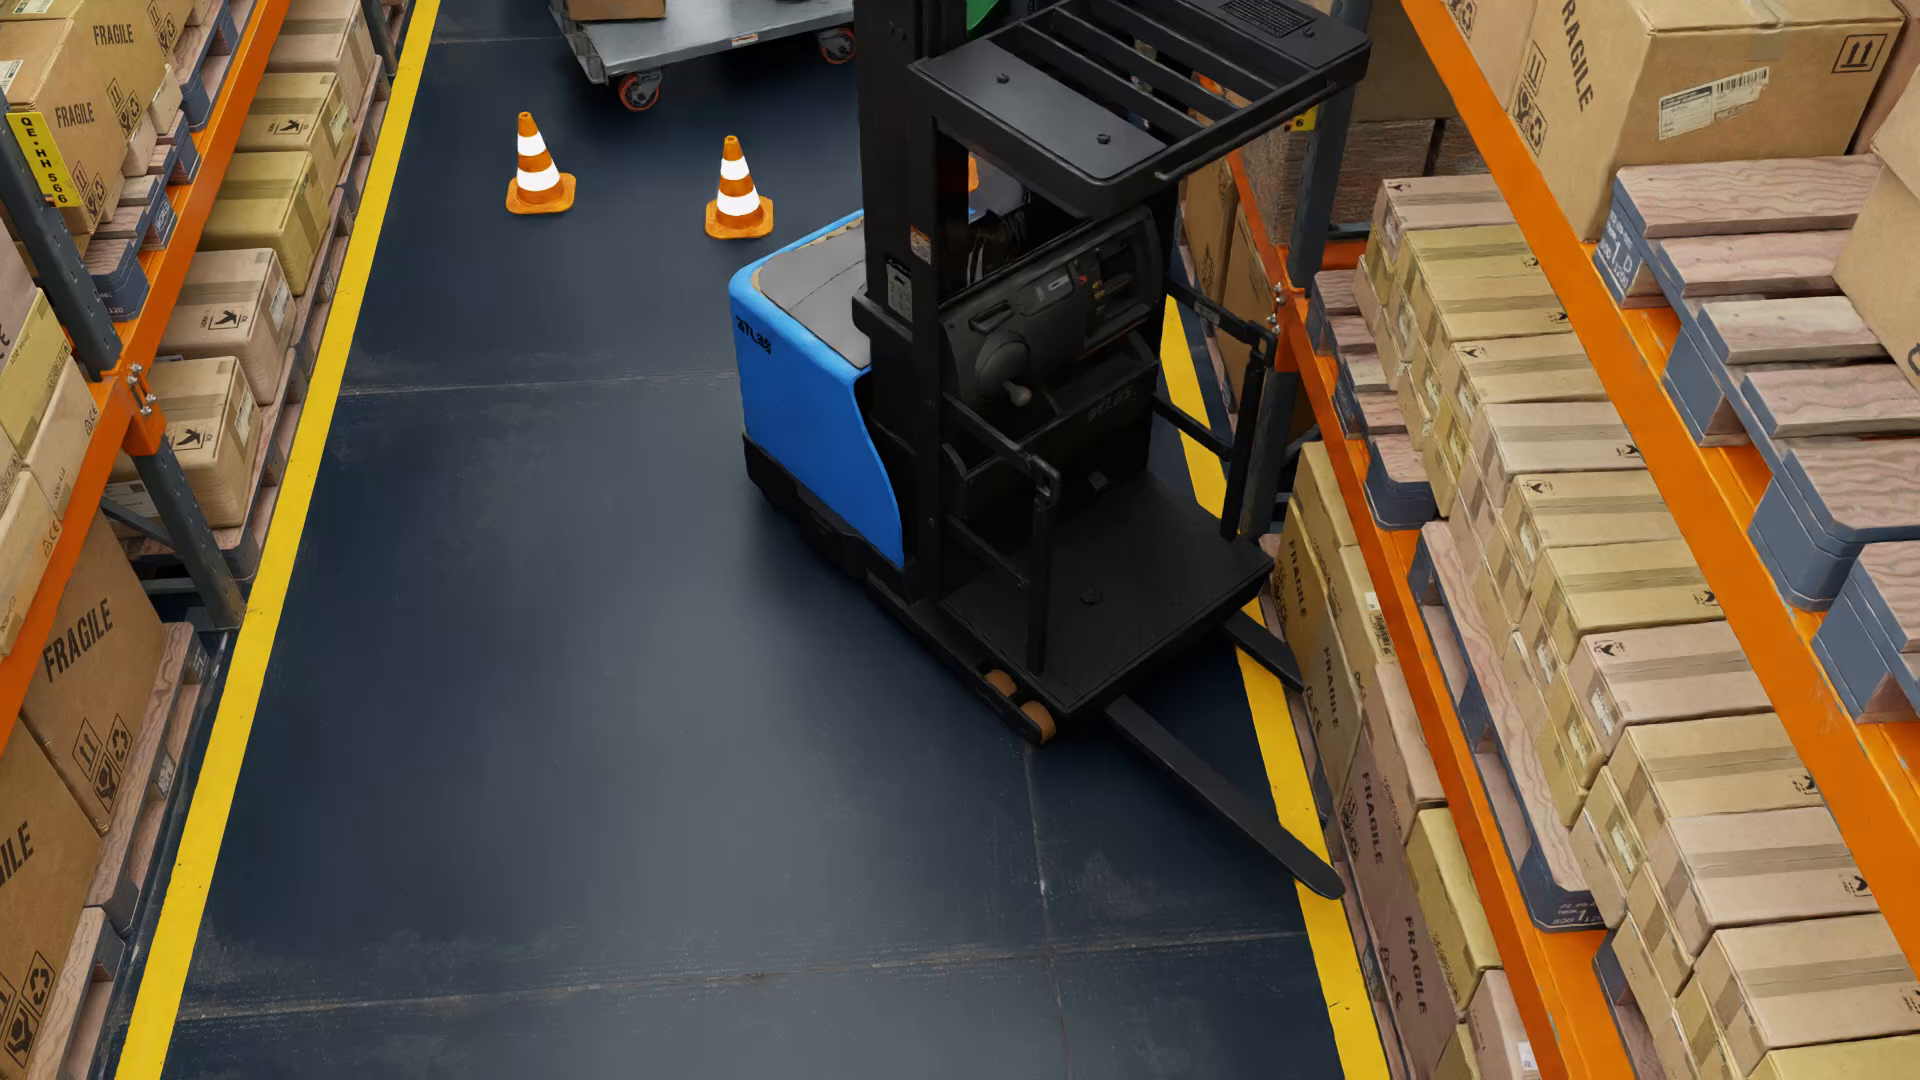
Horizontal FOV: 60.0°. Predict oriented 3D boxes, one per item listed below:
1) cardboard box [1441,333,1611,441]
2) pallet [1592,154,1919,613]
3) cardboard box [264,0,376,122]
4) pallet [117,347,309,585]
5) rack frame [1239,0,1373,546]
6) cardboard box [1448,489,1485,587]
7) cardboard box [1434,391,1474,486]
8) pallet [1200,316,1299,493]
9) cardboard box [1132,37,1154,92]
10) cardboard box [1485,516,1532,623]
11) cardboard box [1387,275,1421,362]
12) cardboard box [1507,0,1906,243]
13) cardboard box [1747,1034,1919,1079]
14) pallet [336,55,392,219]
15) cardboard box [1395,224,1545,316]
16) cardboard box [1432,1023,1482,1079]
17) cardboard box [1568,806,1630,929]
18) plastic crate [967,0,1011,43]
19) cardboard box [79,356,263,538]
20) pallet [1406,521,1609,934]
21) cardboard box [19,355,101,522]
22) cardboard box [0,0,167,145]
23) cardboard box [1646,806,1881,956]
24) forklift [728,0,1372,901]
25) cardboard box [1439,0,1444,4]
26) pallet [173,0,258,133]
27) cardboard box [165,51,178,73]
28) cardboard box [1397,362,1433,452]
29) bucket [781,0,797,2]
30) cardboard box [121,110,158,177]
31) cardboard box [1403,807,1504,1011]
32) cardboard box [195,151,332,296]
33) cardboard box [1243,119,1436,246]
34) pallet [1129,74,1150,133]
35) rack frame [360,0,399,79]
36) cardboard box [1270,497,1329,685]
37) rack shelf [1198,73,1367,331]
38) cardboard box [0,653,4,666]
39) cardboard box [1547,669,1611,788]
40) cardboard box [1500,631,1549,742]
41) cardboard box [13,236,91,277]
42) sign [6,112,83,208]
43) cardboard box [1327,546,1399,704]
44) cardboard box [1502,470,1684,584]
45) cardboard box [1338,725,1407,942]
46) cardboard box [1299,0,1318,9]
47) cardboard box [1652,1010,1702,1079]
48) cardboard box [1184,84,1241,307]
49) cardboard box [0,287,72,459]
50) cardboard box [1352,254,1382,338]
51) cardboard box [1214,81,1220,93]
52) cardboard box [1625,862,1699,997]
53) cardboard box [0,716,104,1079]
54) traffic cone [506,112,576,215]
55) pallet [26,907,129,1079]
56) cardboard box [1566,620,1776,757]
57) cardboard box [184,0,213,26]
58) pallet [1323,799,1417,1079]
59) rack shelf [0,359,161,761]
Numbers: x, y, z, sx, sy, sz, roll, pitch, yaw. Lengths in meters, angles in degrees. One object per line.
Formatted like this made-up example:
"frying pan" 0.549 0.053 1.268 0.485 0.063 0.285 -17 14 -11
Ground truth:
"cardboard box" 1.553 -0.423 4.558 0.380 0.149 0.250 -5 47 -5
"pallet" 1.944 -0.346 3.075 1.213 0.211 1.003 -3 47 -3
"cardboard box" -3.568 -2.451 8.526 0.950 0.372 0.625 -3 47 -3
"pallet" -3.343 -0.302 6.891 1.003 0.211 1.213 -3 47 -3
"rack frame" 1.645 -1.070 5.697 1.000 3.000 0.127 -3 47 -3
"cardboard box" 1.575 -0.015 4.582 0.380 0.149 0.250 -2 47 -2
"cardboard box" 1.557 -0.297 4.644 0.380 0.149 0.250 -3 47 -3
"pallet" 1.654 -0.686 7.254 1.003 0.211 1.213 -3 47 -3
"cardboard box" 1.452 -2.891 8.682 1.050 0.750 0.750 -4 47 -3
"cardboard box" 1.594 0.064 4.303 0.380 0.149 0.250 -4 47 -4
"cardboard box" 1.510 -0.672 4.999 0.380 0.149 0.250 -1 47 -1
"cardboard box" 1.523 -0.983 3.481 0.500 0.500 0.500 -3 47 -3
"cardboard box" 1.728 1.089 3.127 0.380 0.149 0.250 -5 47 -4
"pallet" -3.548 -2.068 8.563 1.003 0.211 1.213 -3 47 -3
"cardboard box" 1.516 -0.792 4.908 0.380 0.149 0.250 -5 47 -4
"cardboard box" 1.624 1.648 4.556 0.500 0.500 0.500 -4 47 -4
"cardboard box" 1.658 0.740 3.867 0.380 0.149 0.250 -5 47 -5
"plastic crate" -0.010 -3.063 9.482 0.450 0.188 0.662 25 51 9
"cardboard box" -3.317 -0.346 6.532 0.950 0.372 0.625 -6 47 -6
"pallet" 1.851 0.426 4.413 1.003 0.211 1.213 -3 47 -3
"cardboard box" -2.978 -0.294 5.066 0.500 0.250 0.500 -5 47 -5
"cardboard box" -3.137 -1.693 5.725 0.500 0.500 0.500 -1 47 -1
"cardboard box" 1.686 0.712 3.484 0.380 0.149 0.250 -4 47 -3
"forklift" 0.461 -0.683 5.378 1.130 2.935 3.031 -32 54 -27
"cardboard box" 1.427 -1.706 4.165 0.500 0.500 0.500 -3 47 -3
"pallet" -3.486 -2.060 6.767 1.003 0.211 1.213 -3 47 -3
"cardboard box" -3.189 -1.778 6.251 0.380 0.149 0.250 -1 47 -1
"cardboard box" 1.527 -0.402 4.949 0.380 0.149 0.250 -1 47 -1
"bucket" -0.999 -3.319 9.035 0.726 0.611 0.620 11 58 10
"cardboard box" -3.088 -1.408 5.901 0.380 0.149 0.250 -6 47 -6
"cardboard box" 1.577 1.004 4.649 0.500 0.250 0.500 -5 47 -5
"cardboard box" -3.444 -1.428 7.557 0.950 0.372 0.625 -2 47 -2
"cardboard box" 1.340 -1.414 5.954 0.500 0.500 0.500 -3 47 -3
"pallet" 1.450 -2.451 8.926 1.003 0.211 1.213 -3 47 -3
"rack frame" -3.614 -3.590 8.084 1.000 3.000 0.127 -3 47 -3
"cardboard box" 1.450 0.173 5.953 0.500 0.500 0.500 -5 47 -5
"rack shelf" 1.477 -2.269 7.329 1.077 0.370 4.000 -3 47 -3
"cardboard box" -2.894 0.440 4.371 0.500 0.250 0.500 -4 47 -4
"cardboard box" 1.636 0.435 3.951 0.380 0.149 0.250 -3 47 -3
"cardboard box" 1.615 0.356 4.231 0.380 0.149 0.250 -5 47 -5
"cardboard box" -3.121 -1.000 5.515 0.380 0.149 0.250 -6 47 -6
"sign" -2.727 -1.130 4.957 0.100 0.325 0.005 -3 47 -3
"cardboard box" 1.504 0.268 5.346 0.500 0.250 0.500 -4 47 -4
"cardboard box" 1.602 -0.035 4.192 0.380 0.149 0.250 -2 47 -2
"cardboard box" 1.543 0.907 5.257 0.500 0.500 0.500 -5 47 -4
"cardboard box" 1.573 -2.139 5.953 0.700 0.500 0.500 -4 47 -4
"cardboard box" 1.708 1.123 3.505 0.380 0.149 0.250 -4 47 -3
"cardboard box" 1.607 -1.519 7.383 1.050 0.750 0.750 -3 47 -3
"cardboard box" -2.986 -0.481 4.899 0.500 0.250 0.500 -4 47 -3
"cardboard box" 1.481 -0.792 5.318 0.380 0.149 0.250 -4 47 -4
"cardboard box" 1.257 -2.136 6.638 0.500 0.500 0.500 -4 47 -4
"cardboard box" 1.681 0.820 3.586 0.380 0.149 0.250 -5 47 -5
"cardboard box" -3.234 1.041 4.872 0.875 0.875 0.875 -3 47 -3
"traffic cone" -2.115 -1.905 8.236 0.336 0.463 0.334 -3 47 -3
"pallet" -3.189 1.719 4.977 1.003 0.211 1.213 -3 47 -3
"cardboard box" 1.643 0.340 3.836 0.380 0.149 0.250 -5 47 -5
"cardboard box" -3.208 -2.173 6.625 0.380 0.149 0.250 -2 47 -2
"pallet" 1.808 1.335 5.340 1.003 0.211 1.213 -3 47 -3
"rack shelf" -3.112 0.999 4.234 1.077 0.370 4.000 -3 47 -3
